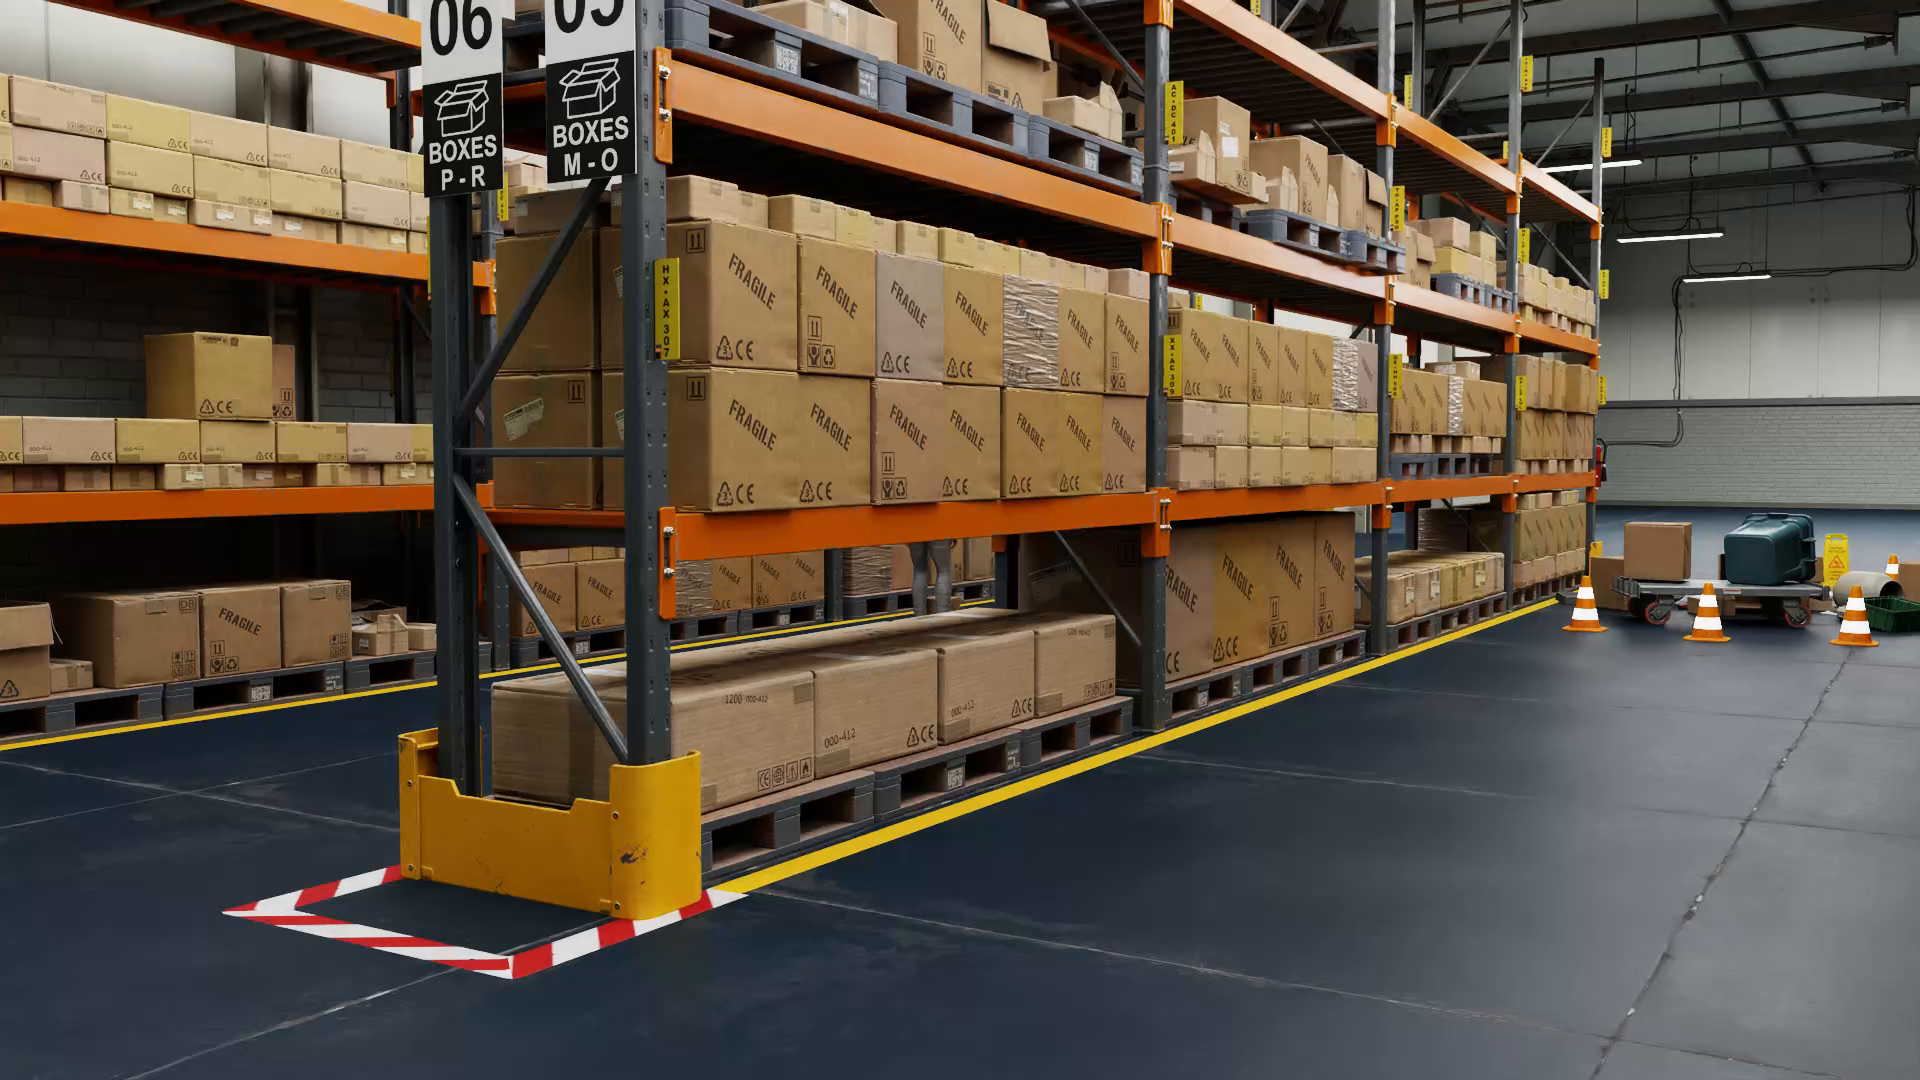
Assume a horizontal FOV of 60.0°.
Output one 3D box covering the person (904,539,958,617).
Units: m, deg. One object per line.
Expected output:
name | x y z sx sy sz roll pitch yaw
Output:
person | -0.253 -0.064 14.356 0.521 1.659 0.417 1 3 24
